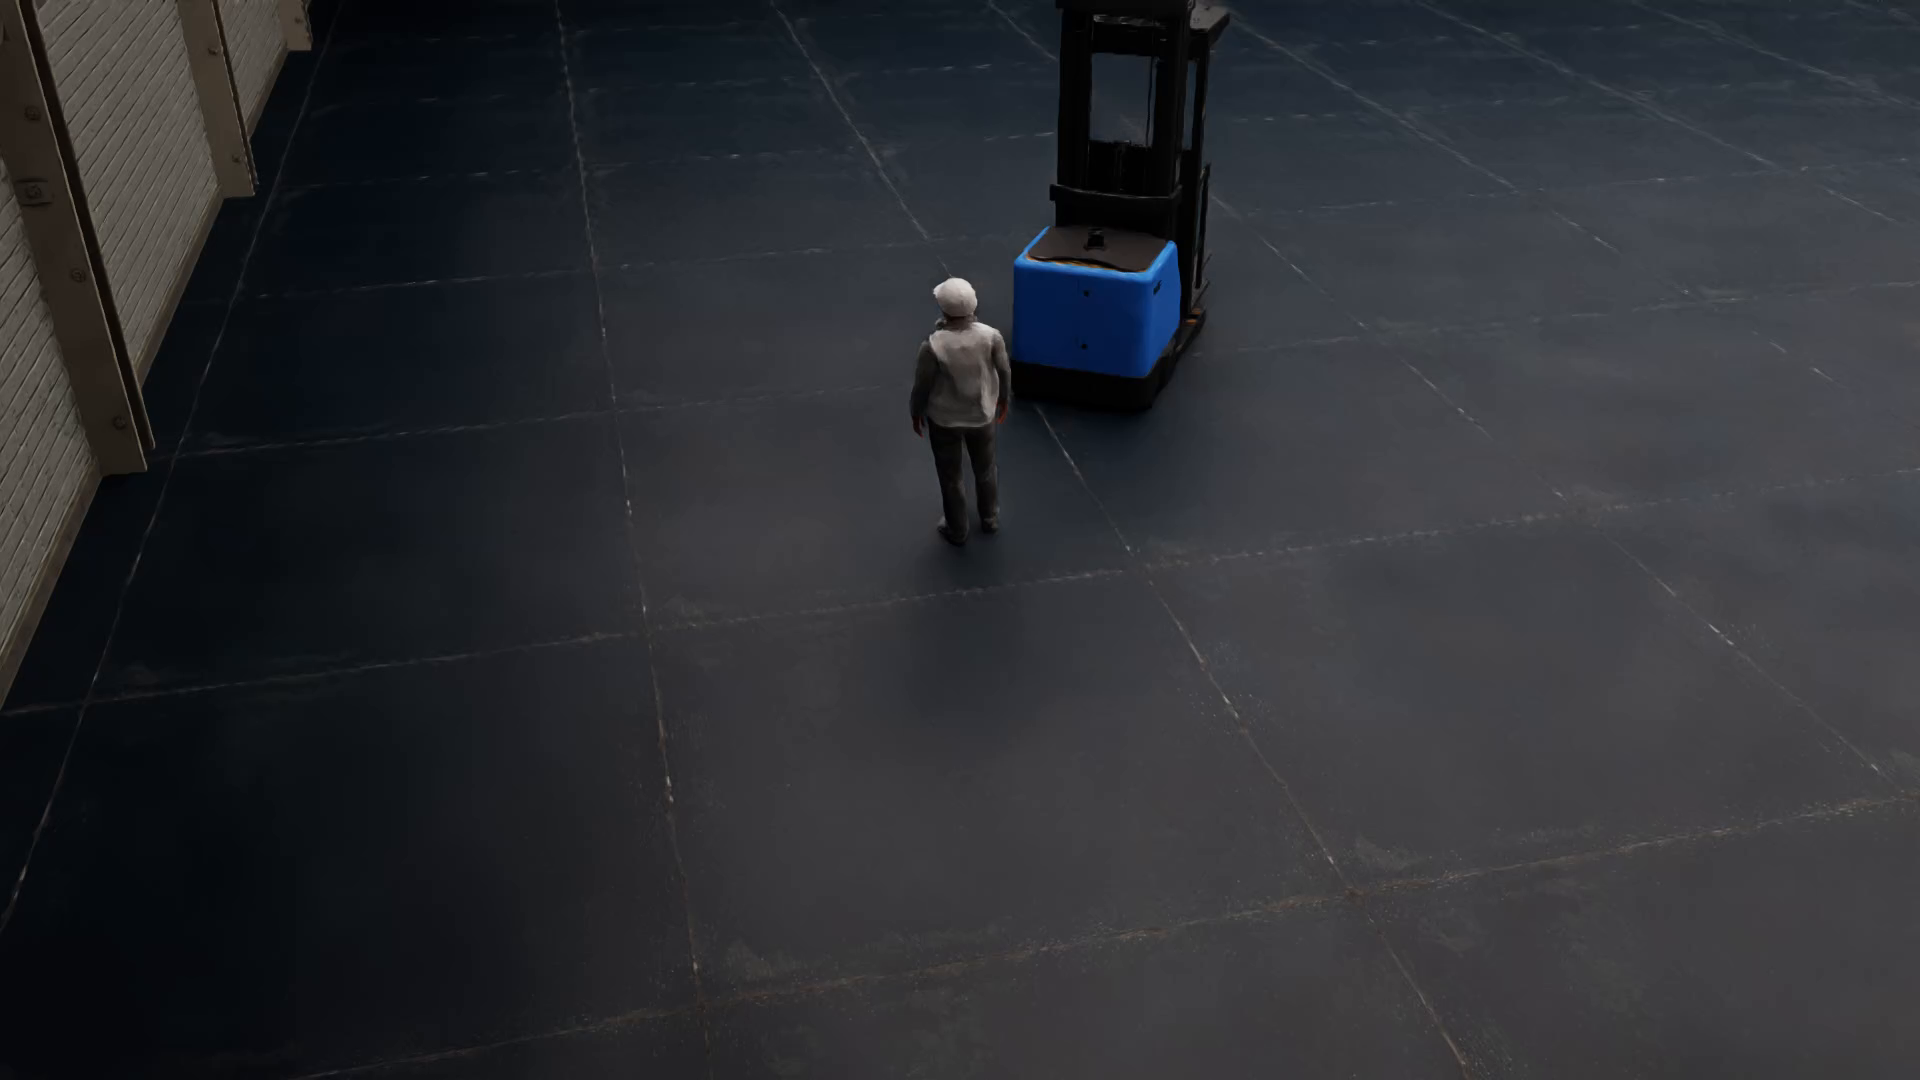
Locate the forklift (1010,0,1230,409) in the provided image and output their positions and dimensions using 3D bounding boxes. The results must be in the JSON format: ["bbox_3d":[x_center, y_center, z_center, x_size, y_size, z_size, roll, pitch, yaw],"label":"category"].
[{"bbox_3d":[1.348,-2.941,12.655,1.130,2.935,3.031,10,32,17],"label":"forklift"}]

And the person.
[{"bbox_3d":[-0.007,-0.805,10.106,0.632,1.773,0.567,-7,31,-12],"label":"person"}]
